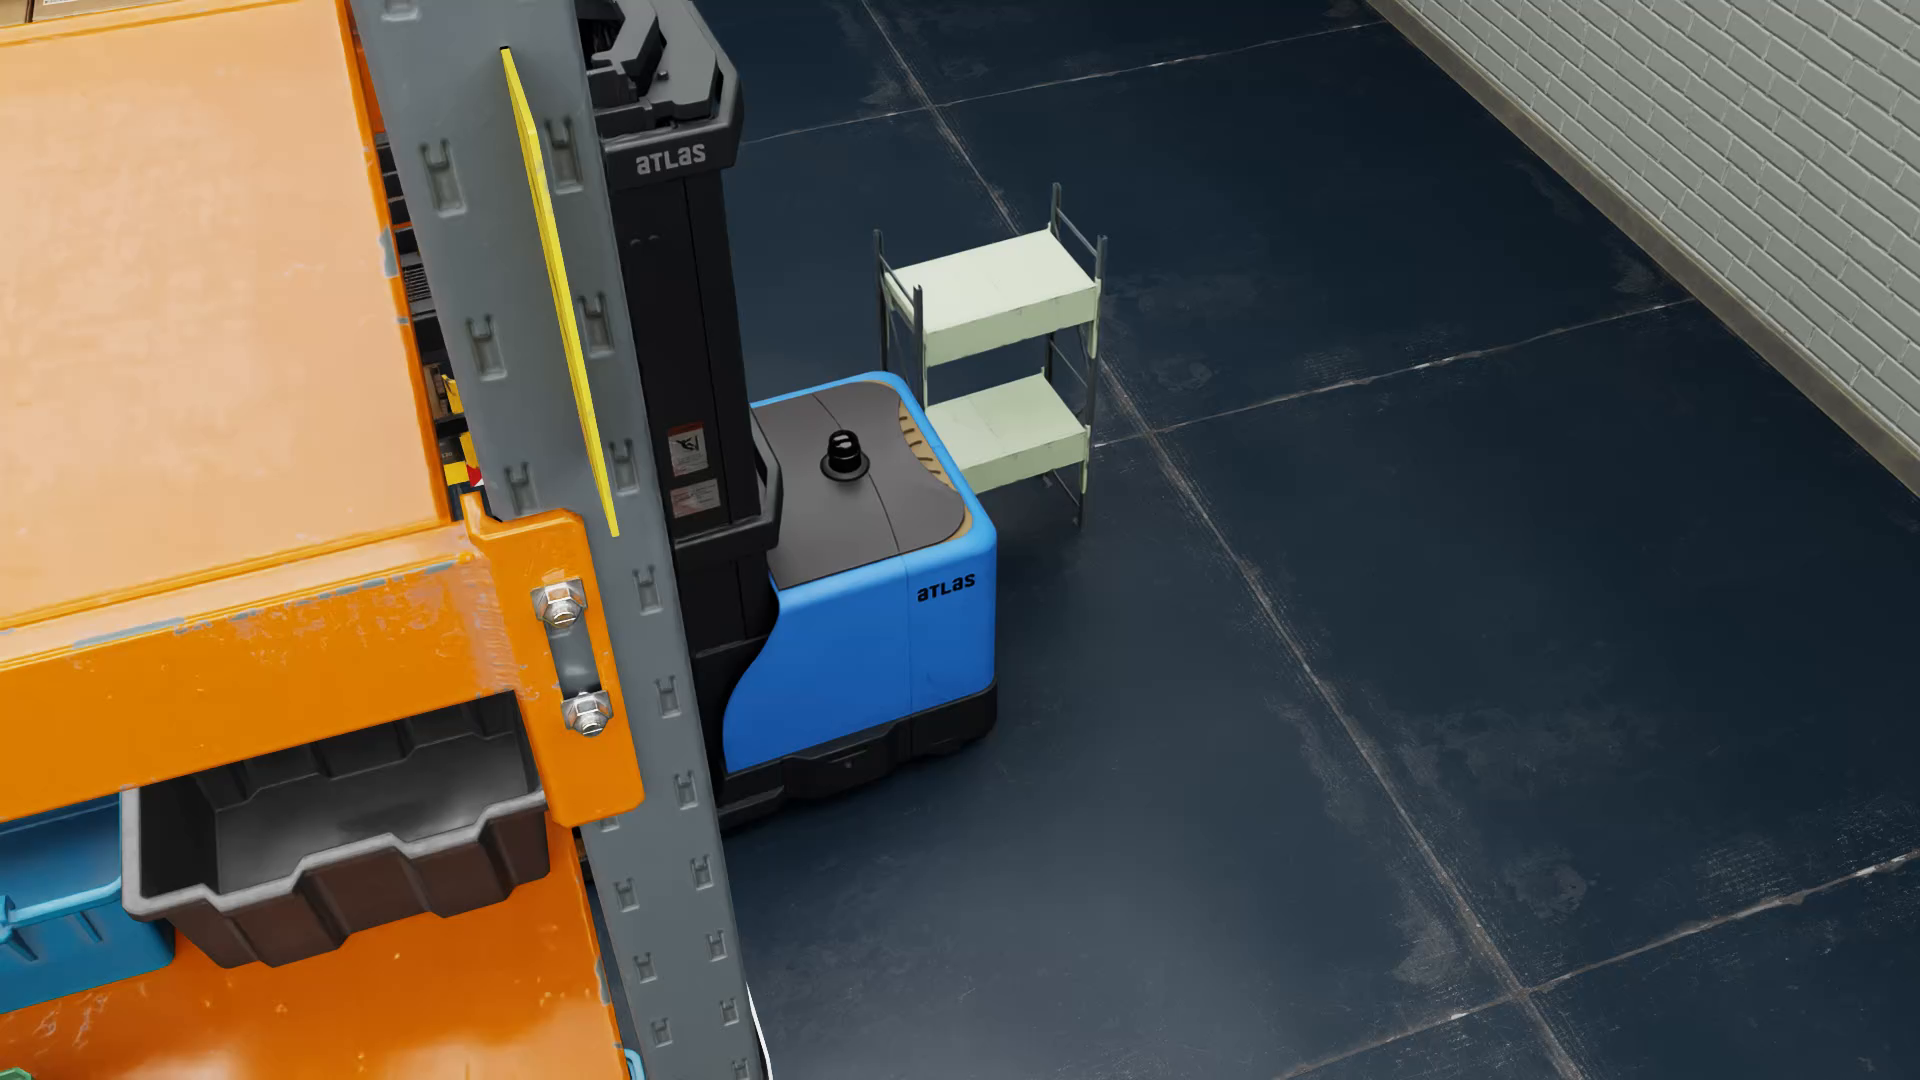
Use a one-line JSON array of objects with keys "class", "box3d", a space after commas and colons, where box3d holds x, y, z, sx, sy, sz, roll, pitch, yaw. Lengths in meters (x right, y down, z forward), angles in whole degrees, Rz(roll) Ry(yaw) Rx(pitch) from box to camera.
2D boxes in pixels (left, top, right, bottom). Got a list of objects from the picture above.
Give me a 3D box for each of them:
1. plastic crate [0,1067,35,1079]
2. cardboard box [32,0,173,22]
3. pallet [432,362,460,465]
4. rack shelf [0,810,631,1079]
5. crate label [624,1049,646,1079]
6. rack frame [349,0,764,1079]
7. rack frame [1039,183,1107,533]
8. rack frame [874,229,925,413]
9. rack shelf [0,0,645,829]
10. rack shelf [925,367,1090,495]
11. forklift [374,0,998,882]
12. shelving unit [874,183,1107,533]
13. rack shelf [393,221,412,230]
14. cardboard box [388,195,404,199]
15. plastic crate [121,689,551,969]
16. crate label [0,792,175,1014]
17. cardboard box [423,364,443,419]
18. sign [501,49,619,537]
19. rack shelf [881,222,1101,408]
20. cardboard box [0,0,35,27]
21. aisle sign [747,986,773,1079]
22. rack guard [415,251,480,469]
[{"class": "plastic crate", "box3d": [-1.290, 0.936, 2.040, 0.336, 0.188, 0.450, -14, 47, -14]}, {"class": "cardboard box", "box3d": [-2.938, -1.784, 5.943, 0.500, 0.500, 0.500, -13, 47, -13]}, {"class": "pallet", "box3d": [-2.959, -0.613, 7.521, 1.213, 0.211, 1.003, -14, 47, -14]}, {"class": "rack shelf", "box3d": [-2.340, 1.169, 2.167, 4.000, 0.370, 1.077, -14, 47, -14]}, {"class": "crate label", "box3d": [-0.803, 1.371, 3.651, 0.303, 0.233, 0.416, -14, 47, -14]}, {"class": "rack frame", "box3d": [-0.459, -0.625, 1.329, 0.127, 3.000, 1.000, -14, 47, -14]}, {"class": "rack frame", "box3d": [0.443, -0.691, 6.689, 0.023, 1.500, 0.400, -18, 48, -17]}, {"class": "rack frame", "box3d": [-0.223, -0.475, 6.474, 0.023, 1.500, 0.400, -18, 48, -17]}, {"class": "rack shelf", "box3d": [-2.340, 0.251, 1.246, 4.000, 0.370, 1.077, -14, 47, -14]}, {"class": "rack shelf", "box3d": [0.110, -0.353, 6.812, 0.720, 0.370, 0.431, -18, 48, -17]}, {"class": "forklift", "box3d": [-1.426, -0.207, 5.197, 3.031, 2.935, 1.130, -17, 47, -16]}, {"class": "shelving unit", "box3d": [0.110, -0.583, 6.581, 0.755, 1.500, 0.431, -18, 48, -17]}, {"class": "rack shelf", "box3d": [-4.019, -1.073, 6.519, 4.000, 0.370, 1.077, -14, 47, -14]}, {"class": "cardboard box", "box3d": [-2.466, -1.554, 6.420, 0.500, 0.500, 0.500, -13, 47, -13]}, {"class": "plastic crate", "box3d": [-0.916, 0.387, 2.530, 0.590, 0.269, 0.497, -14, 47, -14]}, {"class": "crate label", "box3d": [-1.437, 0.493, 2.437, 0.502, 0.251, 0.408, -14, 47, -14]}, {"class": "cardboard box", "box3d": [-2.565, -0.786, 7.179, 0.500, 0.500, 0.500, -14, 47, -14]}, {"class": "sign", "box3d": [-0.257, -0.148, 1.082, 0.005, 0.325, 0.100, -14, 47, -14]}, {"class": "rack shelf", "box3d": [0.110, -0.858, 6.305, 0.720, 0.370, 0.431, -18, 48, -17]}, {"class": "cardboard box", "box3d": [-3.424, -1.656, 5.816, 0.500, 0.500, 0.500, -13, 47, -13]}, {"class": "aisle sign", "box3d": [-0.292, 0.753, 2.356, 0.004, 0.787, 0.394, -14, 47, -14]}, {"class": "rack guard", "box3d": [-2.209, -0.907, 7.611, 0.348, 0.500, 1.175, -14, 47, -14]}]
